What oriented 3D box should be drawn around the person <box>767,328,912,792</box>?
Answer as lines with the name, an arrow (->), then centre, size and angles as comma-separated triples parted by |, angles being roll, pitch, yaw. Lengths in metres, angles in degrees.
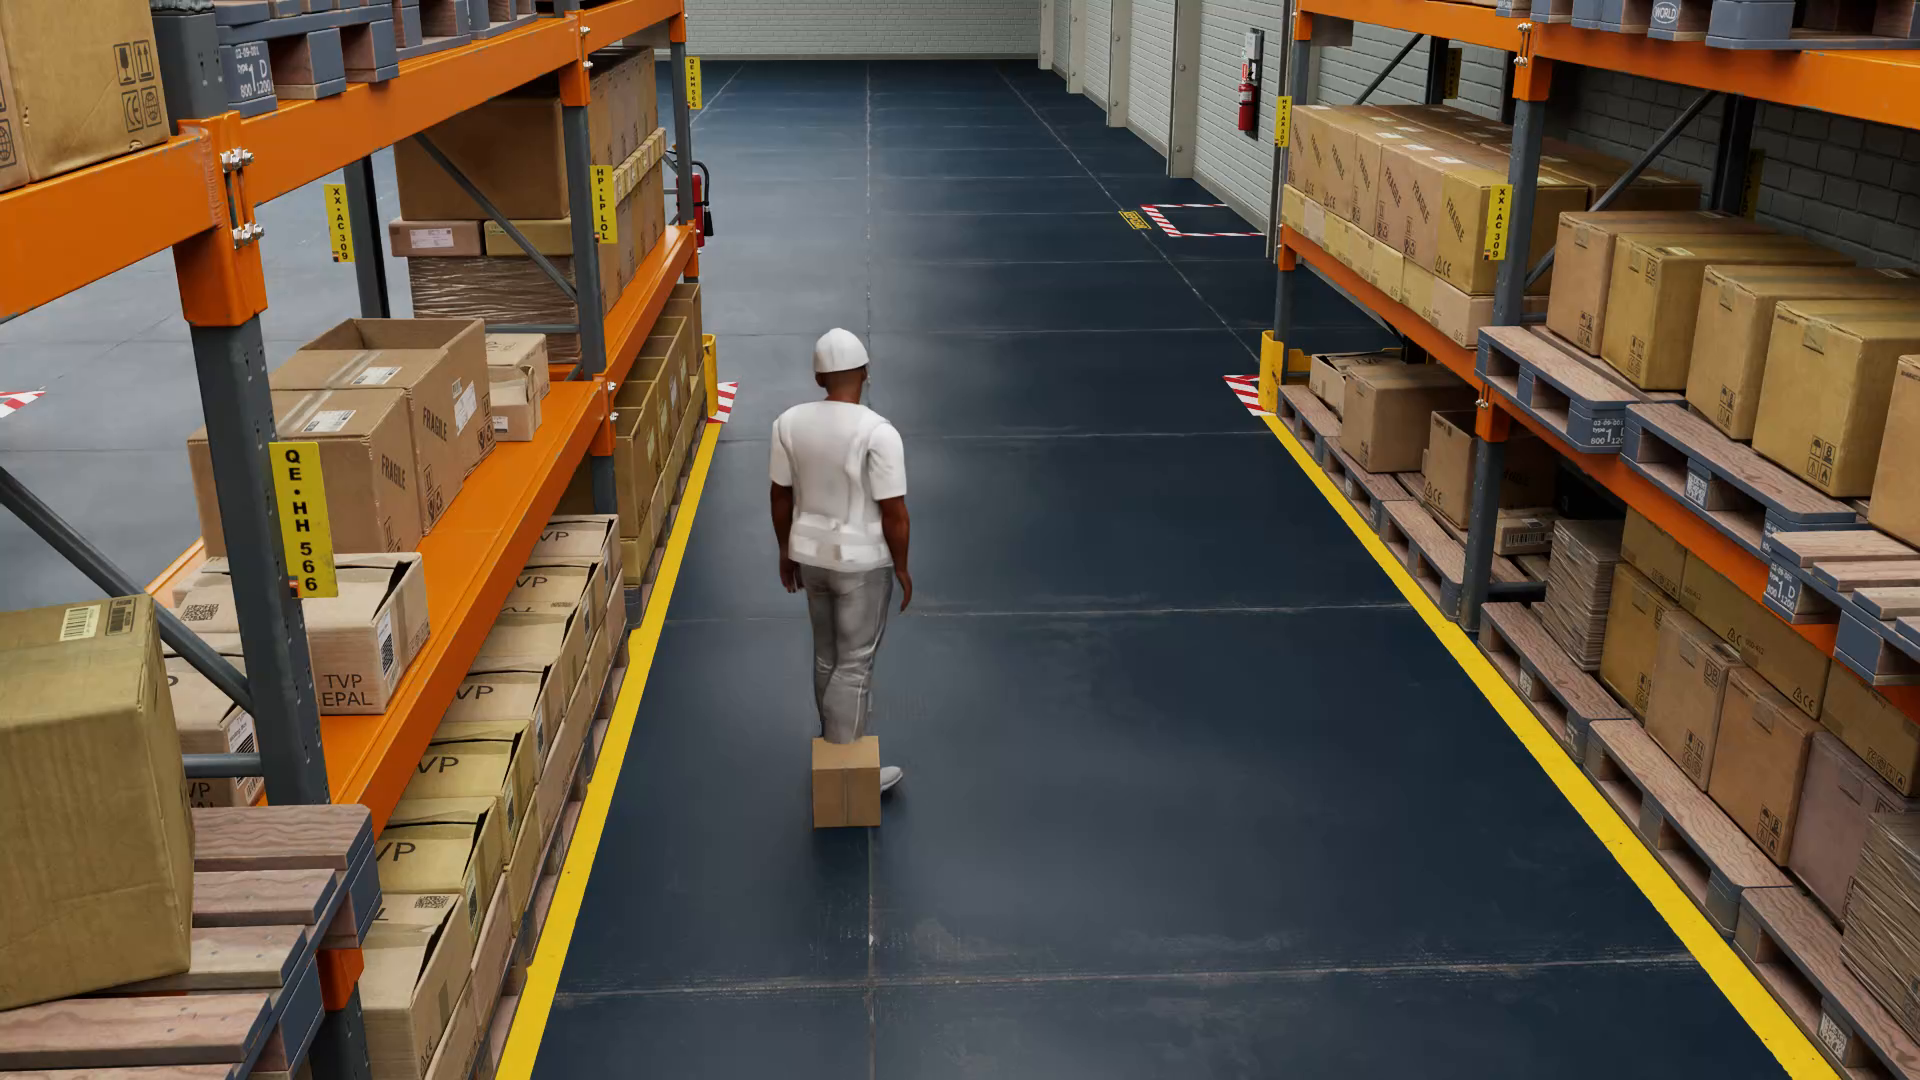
person -> -0.430, 0.078, 6.315 | 0.586, 1.765, 0.552 | 13, 24, 32
